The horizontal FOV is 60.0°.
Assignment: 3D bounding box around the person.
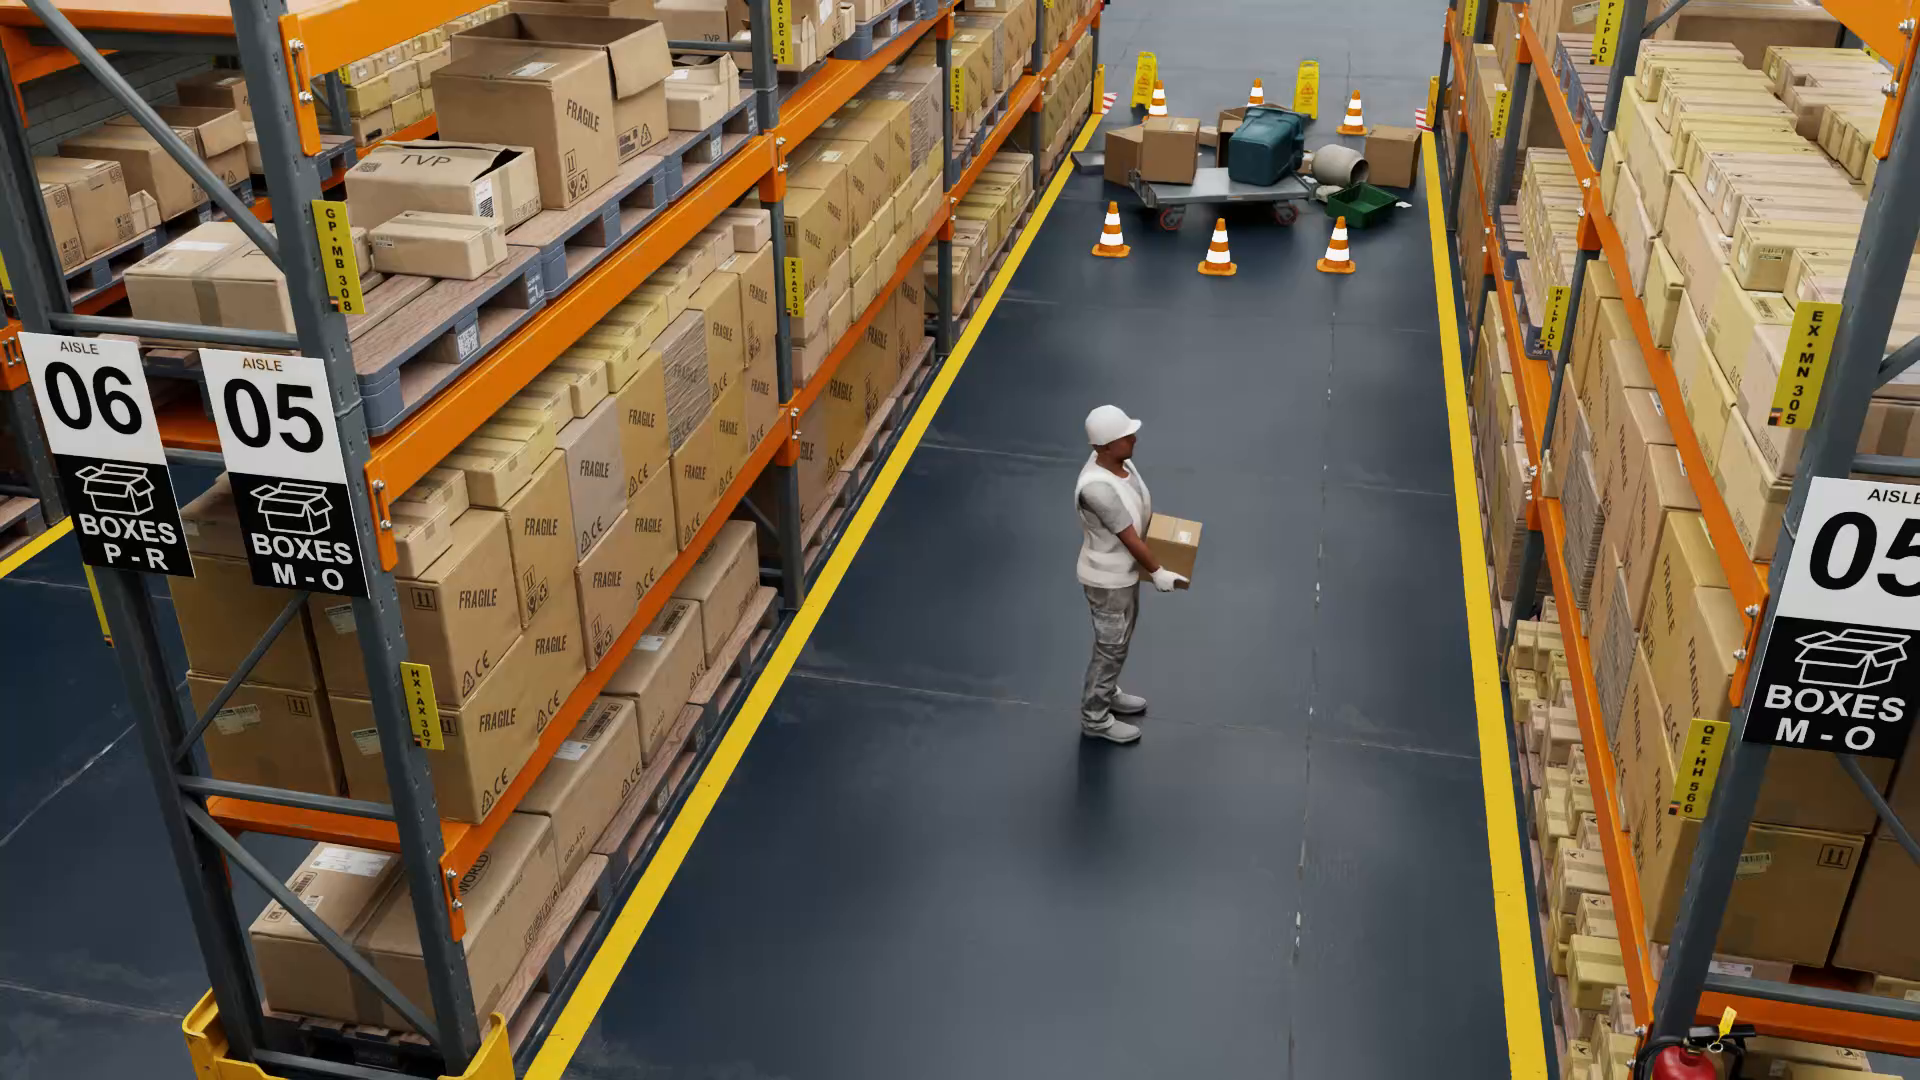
[{"bbox_3d":[0.864,0.169,8.298,0.584,1.778,0.487,6,29,11],"label":"person"}]
